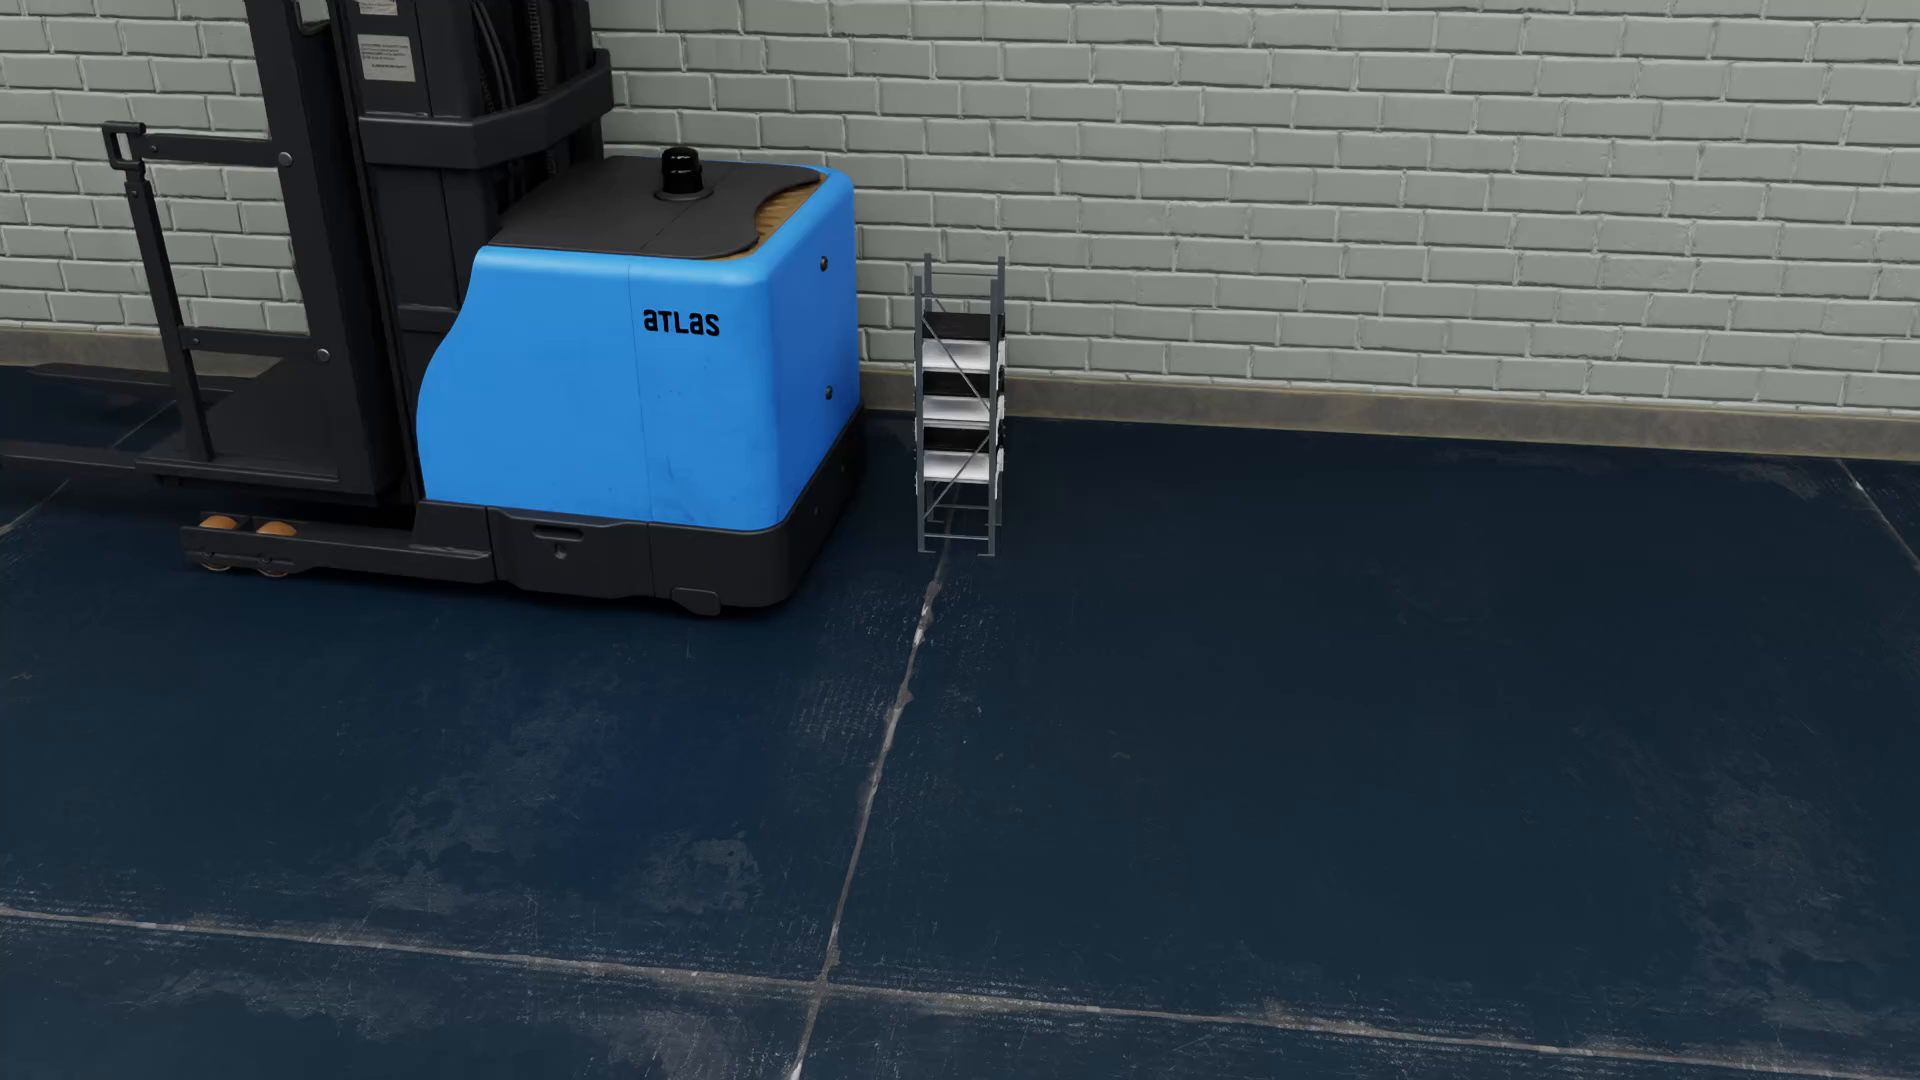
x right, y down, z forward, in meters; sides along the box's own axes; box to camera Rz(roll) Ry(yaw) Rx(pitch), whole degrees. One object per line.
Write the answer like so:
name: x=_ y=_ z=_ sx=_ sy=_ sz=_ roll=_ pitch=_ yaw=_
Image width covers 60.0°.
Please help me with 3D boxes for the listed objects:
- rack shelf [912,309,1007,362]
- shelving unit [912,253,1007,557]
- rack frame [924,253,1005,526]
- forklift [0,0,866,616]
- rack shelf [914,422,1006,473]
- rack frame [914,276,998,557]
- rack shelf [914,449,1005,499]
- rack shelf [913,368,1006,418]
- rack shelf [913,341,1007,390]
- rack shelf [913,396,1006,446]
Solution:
rack shelf: x=0.001 y=-0.608 z=4.931 sx=0.258 sy=0.077 sz=0.200 roll=3 pitch=28 yaw=6
shelving unit: x=0.001 y=-0.400 z=5.044 sx=0.258 sy=0.900 sz=0.210 roll=3 pitch=28 yaw=6
rack frame: x=0.013 y=-0.448 z=5.132 sx=0.240 sy=0.900 sz=0.006 roll=3 pitch=28 yaw=6
forklift: x=-1.883 y=-1.415 z=4.785 sx=3.031 sy=2.935 sz=1.130 roll=6 pitch=29 yaw=10
rack shelf: x=0.001 y=-0.291 z=5.102 sx=0.258 sy=0.077 sz=0.200 roll=3 pitch=28 yaw=6
rack frame: x=-0.011 y=-0.352 z=4.955 sx=0.240 sy=0.900 sz=0.006 roll=3 pitch=28 yaw=6
rack shelf: x=0.001 y=-0.212 z=5.145 sx=0.258 sy=0.077 sz=0.200 roll=3 pitch=28 yaw=6
rack shelf: x=0.001 y=-0.450 z=5.017 sx=0.258 sy=0.077 sz=0.200 roll=3 pitch=28 yaw=6
rack shelf: x=0.001 y=-0.529 z=4.974 sx=0.258 sy=0.077 sz=0.200 roll=3 pitch=28 yaw=6
rack shelf: x=0.001 y=-0.371 z=5.059 sx=0.258 sy=0.077 sz=0.200 roll=3 pitch=28 yaw=6
